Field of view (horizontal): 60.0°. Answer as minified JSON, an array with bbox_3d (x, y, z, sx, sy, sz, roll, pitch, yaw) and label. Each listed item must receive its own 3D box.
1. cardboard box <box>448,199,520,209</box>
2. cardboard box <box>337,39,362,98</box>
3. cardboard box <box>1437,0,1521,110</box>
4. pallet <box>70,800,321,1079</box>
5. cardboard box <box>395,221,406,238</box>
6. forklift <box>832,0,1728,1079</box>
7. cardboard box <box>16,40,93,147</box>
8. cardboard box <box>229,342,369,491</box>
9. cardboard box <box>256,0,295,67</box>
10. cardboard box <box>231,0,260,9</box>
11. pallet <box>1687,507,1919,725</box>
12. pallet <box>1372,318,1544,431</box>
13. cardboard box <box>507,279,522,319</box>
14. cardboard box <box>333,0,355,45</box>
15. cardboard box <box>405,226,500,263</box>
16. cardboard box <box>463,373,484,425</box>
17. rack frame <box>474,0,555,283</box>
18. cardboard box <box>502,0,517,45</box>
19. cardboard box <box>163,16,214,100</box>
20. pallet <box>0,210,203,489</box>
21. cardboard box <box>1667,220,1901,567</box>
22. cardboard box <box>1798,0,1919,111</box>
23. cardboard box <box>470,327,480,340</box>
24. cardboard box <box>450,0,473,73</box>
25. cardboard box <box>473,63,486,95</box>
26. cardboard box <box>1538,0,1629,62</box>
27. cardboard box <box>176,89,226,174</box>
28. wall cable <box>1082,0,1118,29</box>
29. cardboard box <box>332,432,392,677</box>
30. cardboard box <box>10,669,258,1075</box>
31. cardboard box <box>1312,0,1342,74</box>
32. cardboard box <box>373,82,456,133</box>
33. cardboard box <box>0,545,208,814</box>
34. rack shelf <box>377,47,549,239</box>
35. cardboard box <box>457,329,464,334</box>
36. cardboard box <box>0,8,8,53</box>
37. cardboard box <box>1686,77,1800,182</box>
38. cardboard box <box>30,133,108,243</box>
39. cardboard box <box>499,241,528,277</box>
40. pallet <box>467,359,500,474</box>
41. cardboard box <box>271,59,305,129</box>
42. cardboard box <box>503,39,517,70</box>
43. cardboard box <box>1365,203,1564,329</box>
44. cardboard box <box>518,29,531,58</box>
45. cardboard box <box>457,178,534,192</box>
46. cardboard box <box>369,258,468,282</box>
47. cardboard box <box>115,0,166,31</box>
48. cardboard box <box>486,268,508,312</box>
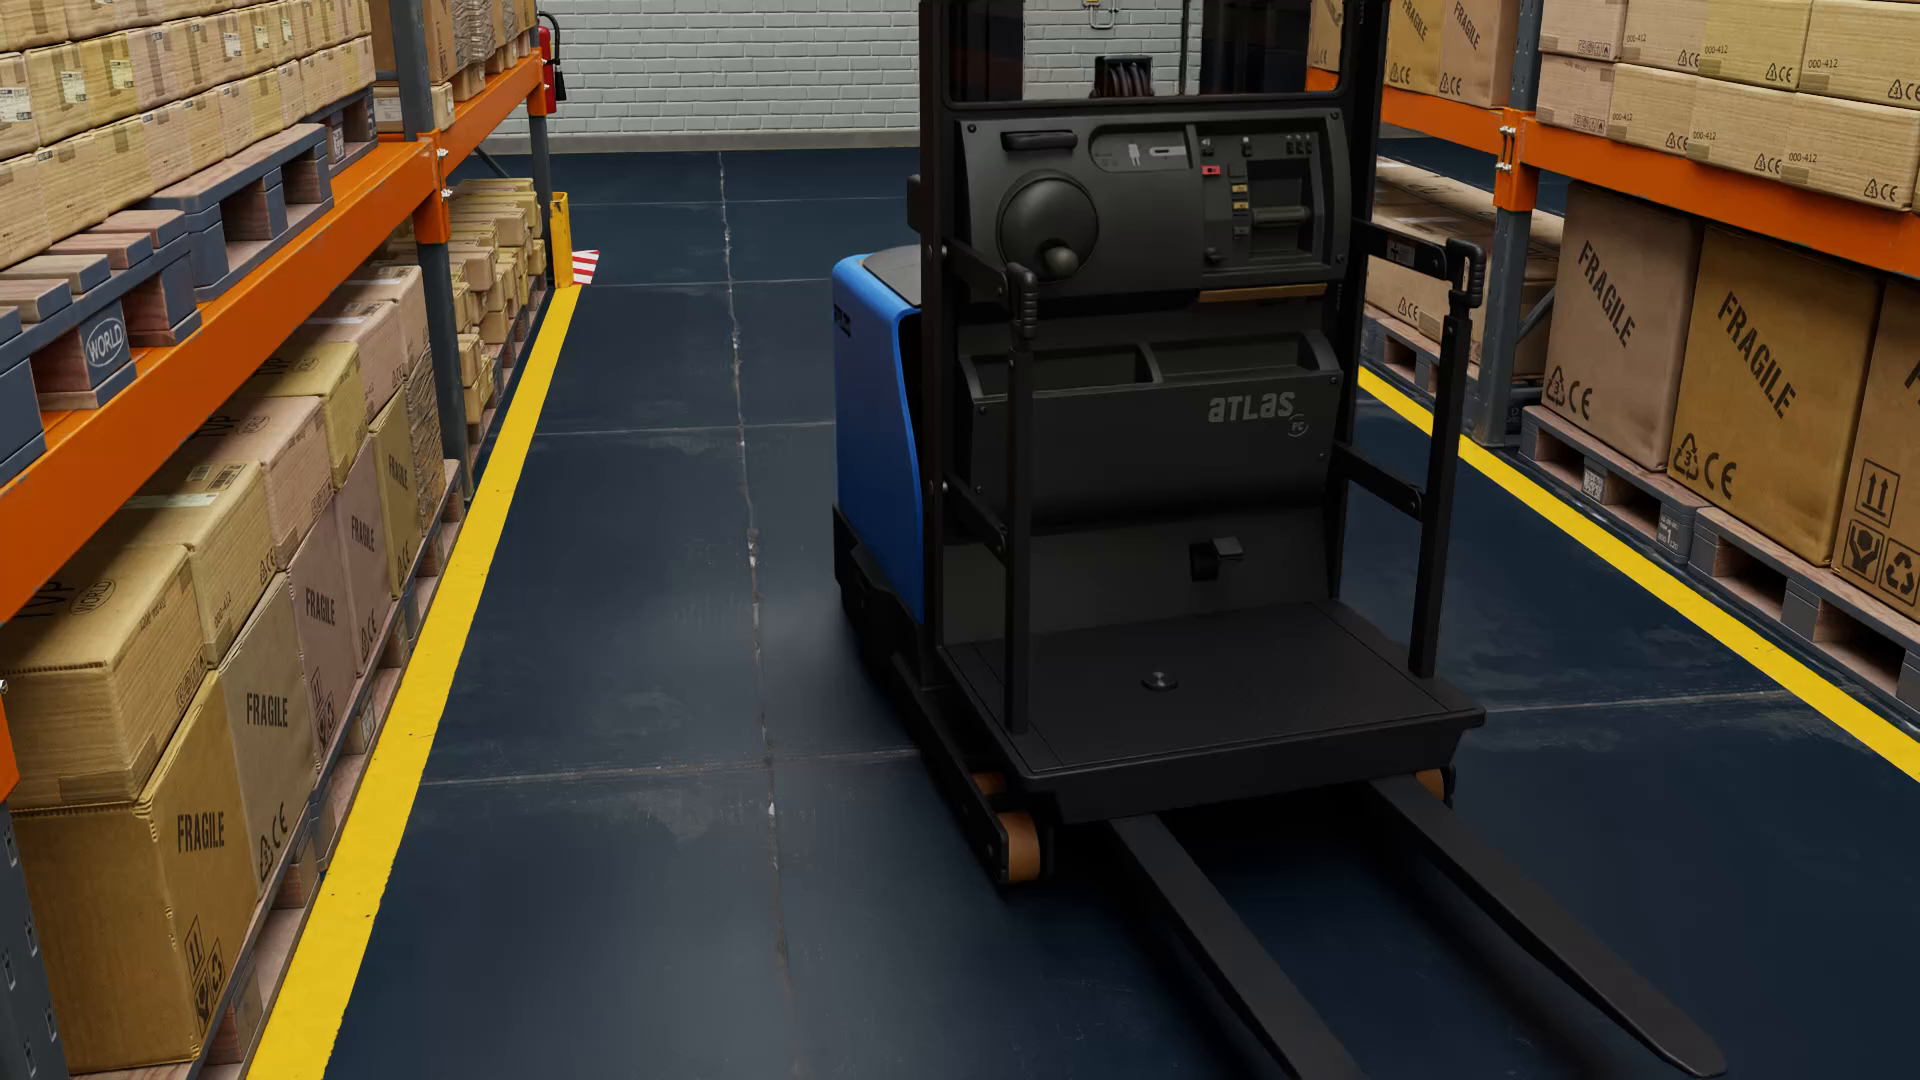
[{"bbox_3d":[-2.422,-1.620,8.391,0.380,0.149,0.250,-4,21,-10],"label":"cardboard box"},{"bbox_3d":[-1.998,-1.394,4.919,0.380,0.149,0.250,-3,21,-7],"label":"cardboard box"},{"bbox_3d":[2.275,-2.011,6.671,0.500,0.500,0.500,-3,21,-7],"label":"cardboard box"},{"bbox_3d":[-1.824,0.889,3.035,1.003,0.211,1.213,-3,21,-8],"label":"pallet"},{"bbox_3d":[-2.910,-1.497,8.061,0.380,0.149,0.250,-2,21,-6],"label":"cardboard box"},{"bbox_3d":[0.517,-0.764,3.574,1.130,2.935,3.031,-6,21,-15],"label":"forklift"},{"bbox_3d":[-1.667,-0.729,2.714,0.380,0.149,0.250,-4,21,-9],"label":"cardboard box"},{"bbox_3d":[-1.781,-0.303,4.141,0.500,0.250,0.500,-4,21,-10],"label":"cardboard box"},{"bbox_3d":[-1.885,-1.261,4.138,0.380,0.149,0.250,-4,21,-11],"label":"cardboard box"},{"bbox_3d":[-1.851,-1.309,3.843,0.380,0.149,0.250,-4,21,-10],"label":"cardboard box"},{"bbox_3d":[2.959,0.176,4.942,1.003,0.211,1.213,-3,21,-8],"label":"pallet"},{"bbox_3d":[2.562,-0.778,7.496,1.003,0.211,1.213,-3,21,-8],"label":"pallet"},{"bbox_3d":[-2.327,-1.161,8.012,0.380,0.149,0.250,-3,21,-7],"label":"cardboard box"},{"bbox_3d":[-1.998,-1.531,4.863,0.380,0.149,0.250,-3,21,-7],"label":"cardboard box"},{"bbox_3d":[-2.334,-1.344,7.651,0.380,0.149,0.250,-3,21,-7],"label":"cardboard box"},{"bbox_3d":[-2.024,-0.535,6.337,0.380,0.149,0.250,-4,21,-10],"label":"cardboard box"},{"bbox_3d":[-2.866,-2.917,9.239,1.000,3.000,0.127,-3,21,-8],"label":"rack frame"},{"bbox_3d":[-2.395,-2.607,7.841,0.500,0.500,0.500,-3,21,-8],"label":"cardboard box"},{"bbox_3d":[-1.771,-0.989,3.410,0.380,0.149,0.250,-3,21,-8],"label":"cardboard box"},{"bbox_3d":[-1.921,-0.299,2.502,1.213,0.211,1.003,-3,21,-8],"label":"pallet"},{"bbox_3d":[2.901,-0.495,5.191,0.875,0.875,0.875,-2,21,-6],"label":"cardboard box"},{"bbox_3d":[2.603,-1.284,4.366,0.500,0.250,0.500,-4,21,-9],"label":"cardboard box"},{"bbox_3d":[-2.236,-0.796,7.036,0.380,0.149,0.250,-3,21,-9],"label":"cardboard box"},{"bbox_3d":[-2.190,-2.073,6.412,0.500,0.500,0.500,-3,21,-8],"label":"cardboard box"},{"bbox_3d":[-2.244,-1.982,7.096,0.380,0.149,0.250,-2,21,-5],"label":"cardboard box"},{"bbox_3d":[2.379,-1.814,5.786,0.500,0.250,0.500,-4,21,-9],"label":"cardboard box"},{"bbox_3d":[-1.771,-0.850,3.464,0.380,0.149,0.250,-3,21,-7],"label":"cardboard box"},{"bbox_3d":[1.182,-5.643,15.042,0.585,1.953,0.123,-3,21,-8],"label":"wall cable"},{"bbox_3d":[-1.790,0.041,4.291,0.500,0.500,0.500,-3,21,-9],"label":"cardboard box"},{"bbox_3d":[-1.562,0.569,2.877,0.500,0.500,0.500,-4,21,-10],"label":"cardboard box"},{"bbox_3d":[2.048,-2.544,8.098,0.500,0.500,0.500,-2,21,-6],"label":"cardboard box"},{"bbox_3d":[-2.006,-1.529,5.881,0.380,0.149,0.250,-2,21,-6],"label":"cardboard box"},{"bbox_3d":[-1.573,0.225,2.727,0.500,0.250,0.500,-4,21,-10],"label":"cardboard box"},{"bbox_3d":[-2.578,-1.887,7.511,1.077,0.370,4.000,-3,21,-8],"label":"rack shelf"},{"bbox_3d":[-2.150,-0.757,6.506,0.380,0.149,0.250,-3,21,-7],"label":"cardboard box"},{"bbox_3d":[-1.629,-0.767,2.392,0.380,0.149,0.250,-3,21,-9],"label":"cardboard box"},{"bbox_3d":[2.531,-1.223,4.919,0.500,0.250,0.500,-3,21,-8],"label":"cardboard box"},{"bbox_3d":[-1.655,-0.577,2.734,0.380,0.149,0.250,-2,21,-5],"label":"cardboard box"},{"bbox_3d":[-2.343,-1.391,8.201,0.380,0.149,0.250,-3,21,-7],"label":"cardboard box"},{"bbox_3d":[-2.421,-0.456,6.636,1.003,0.211,1.213,-3,21,-8],"label":"pallet"},{"bbox_3d":[-1.883,-1.124,4.198,0.380,0.149,0.250,-4,21,-10],"label":"cardboard box"},{"bbox_3d":[-2.430,-2.439,8.319,0.380,0.149,0.250,-2,21,-6],"label":"cardboard box"},{"bbox_3d":[2.480,-1.346,8.094,0.875,0.438,0.875,-4,21,-9],"label":"cardboard box"},{"bbox_3d":[-2.539,-2.701,9.019,0.380,0.149,0.250,-3,21,-8],"label":"cardboard box"},{"bbox_3d":[-2.539,-1.886,9.103,0.380,0.149,0.250,-3,21,-7],"label":"cardboard box"},{"bbox_3d":[-2.260,-1.074,6.929,0.380,0.149,0.250,-3,21,-9],"label":"cardboard box"},{"bbox_3d":[-1.739,-1.038,3.117,0.380,0.149,0.250,-2,21,-5],"label":"cardboard box"},{"bbox_3d":[-2.247,-1.120,7.478,0.380,0.149,0.250,-3,21,-8],"label":"cardboard box"}]
